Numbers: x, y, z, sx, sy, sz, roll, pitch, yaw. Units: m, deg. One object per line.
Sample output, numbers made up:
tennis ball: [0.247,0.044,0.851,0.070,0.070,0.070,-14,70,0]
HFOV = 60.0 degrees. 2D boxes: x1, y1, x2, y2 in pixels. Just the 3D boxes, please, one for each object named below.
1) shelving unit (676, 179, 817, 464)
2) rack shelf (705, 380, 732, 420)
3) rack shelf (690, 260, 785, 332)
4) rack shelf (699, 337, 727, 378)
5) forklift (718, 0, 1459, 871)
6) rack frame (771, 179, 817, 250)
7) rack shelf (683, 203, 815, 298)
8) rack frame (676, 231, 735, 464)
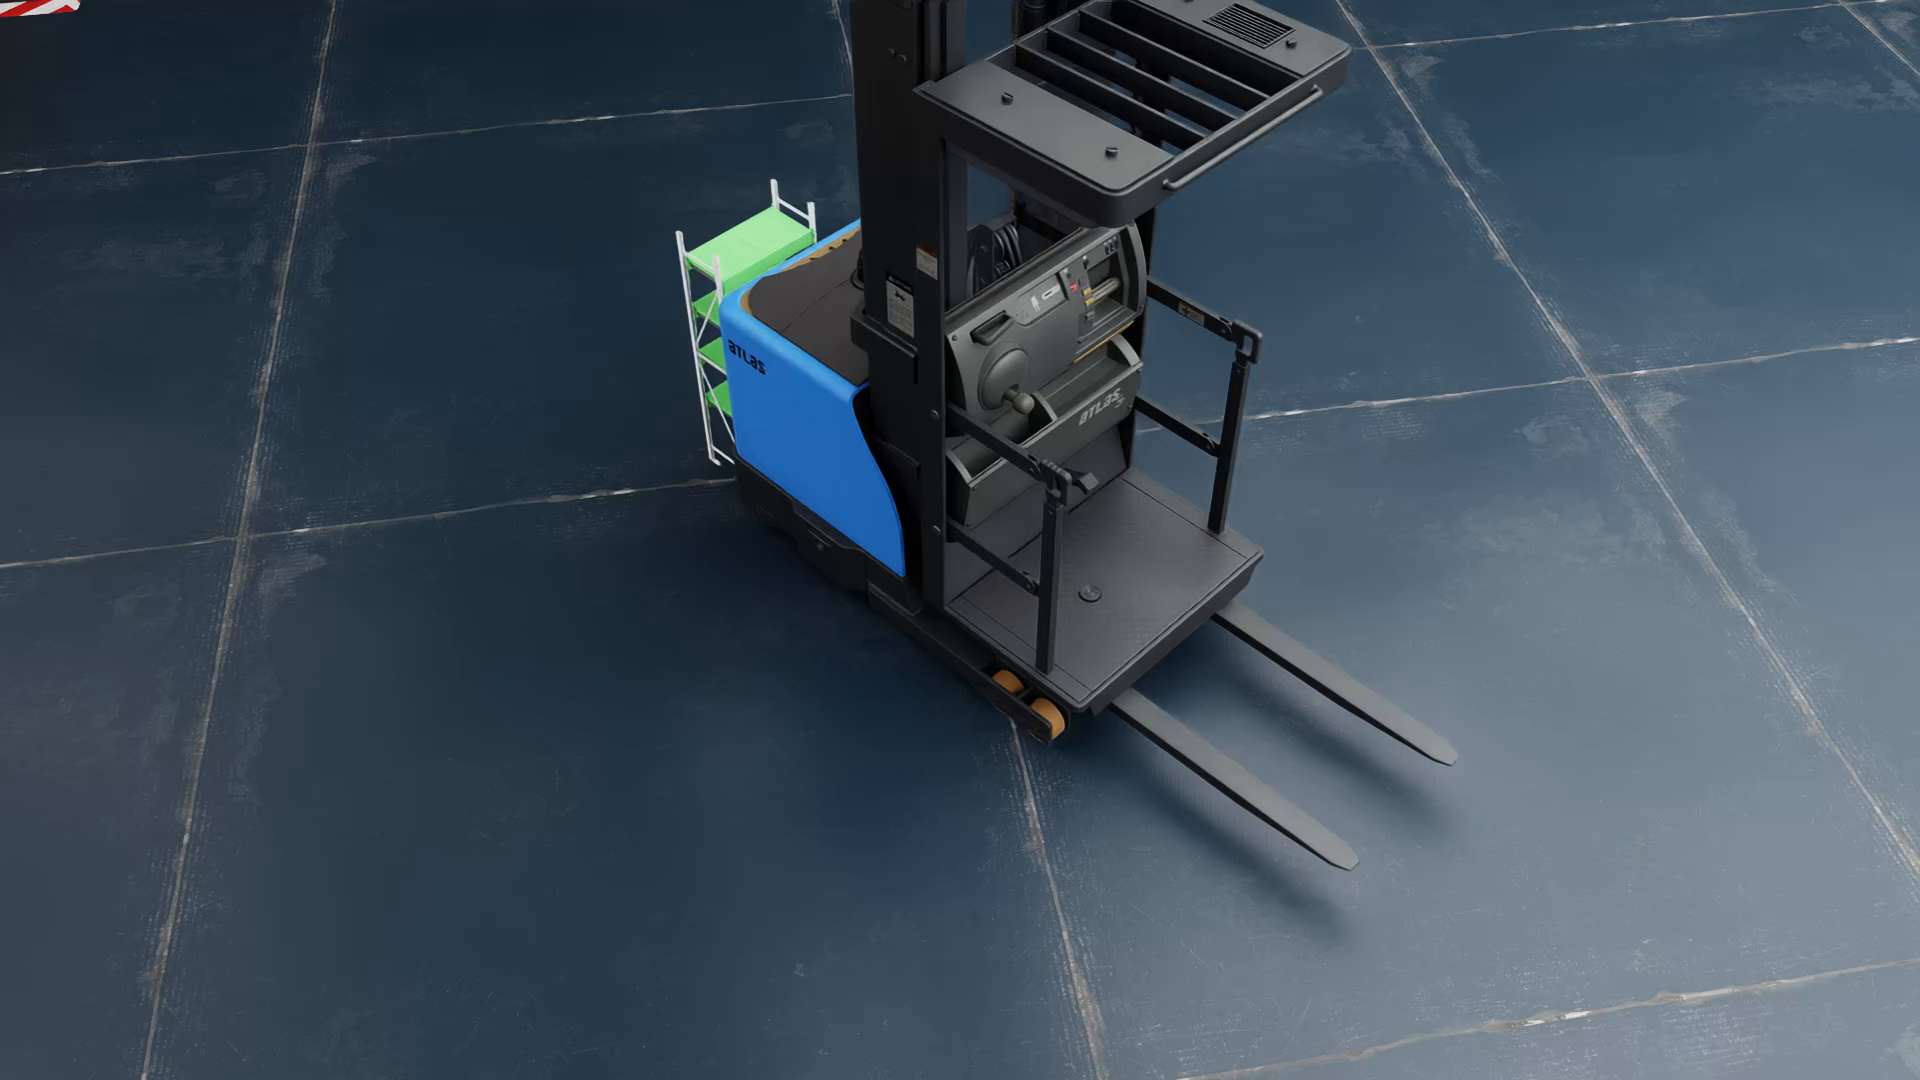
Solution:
shelving unit: [-0.837,-0.842,6.921,0.258,1.200,0.503,35,55,29]
rack shelf: [-0.837,-0.631,7.140,0.258,0.148,0.480,35,55,29]
rack shelf: [-0.837,-0.964,6.795,0.258,0.148,0.480,35,55,29]
rack shelf: [-0.837,-0.798,6.967,0.258,0.148,0.480,35,55,29]
forklift: [0.461,-0.690,5.573,3.031,2.935,1.130,35,56,29]
rack frame: [-0.668,-0.969,7.043,0.240,1.200,0.015,35,55,29]
rack shelf: [-0.837,-1.131,6.622,0.258,0.148,0.480,35,55,29]
rack frame: [-1.007,-0.716,6.800,0.240,1.200,0.015,35,55,29]
